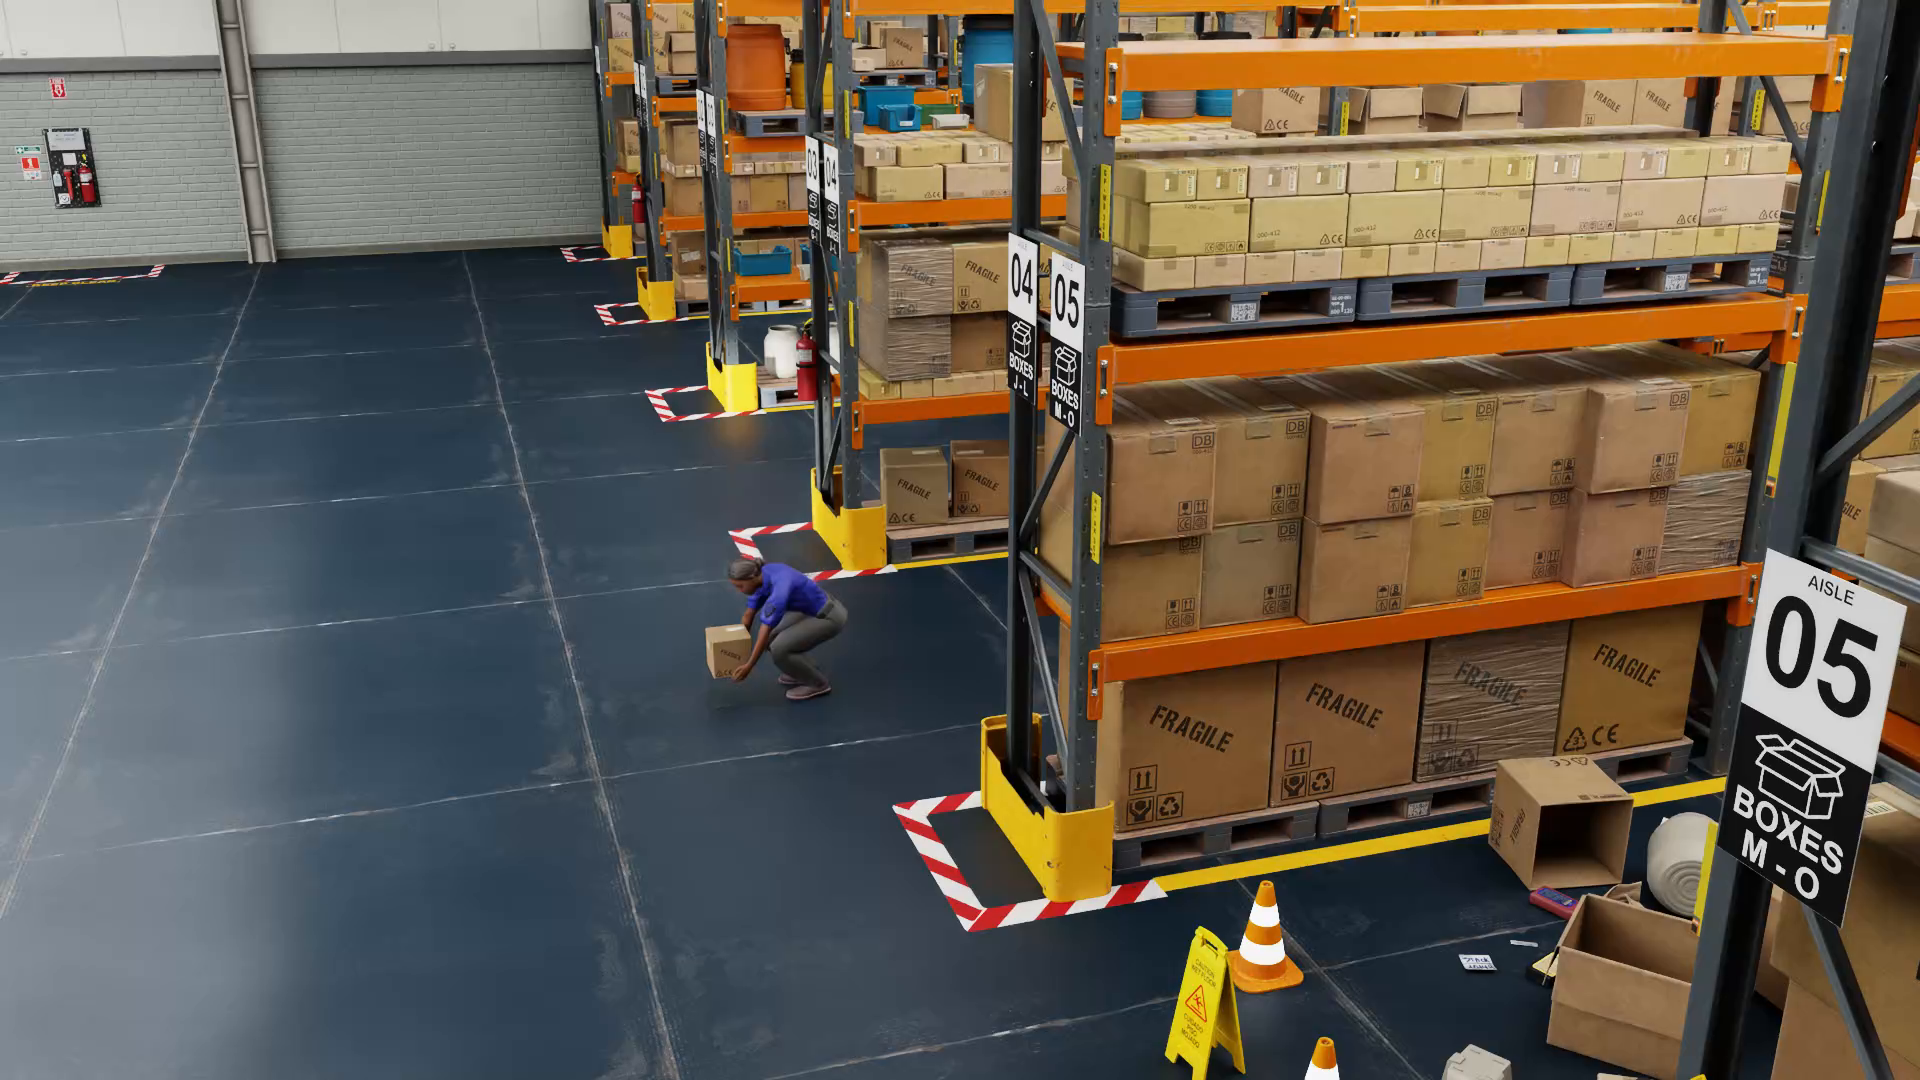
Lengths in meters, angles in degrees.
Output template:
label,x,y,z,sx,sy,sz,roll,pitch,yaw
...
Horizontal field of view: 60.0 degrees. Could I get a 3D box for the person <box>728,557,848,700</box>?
label,x,y,z,sx,sy,sz,roll,pitch,yaw
person,-1.113,0.528,10.617,0.801,0.972,0.486,-6,20,-17
